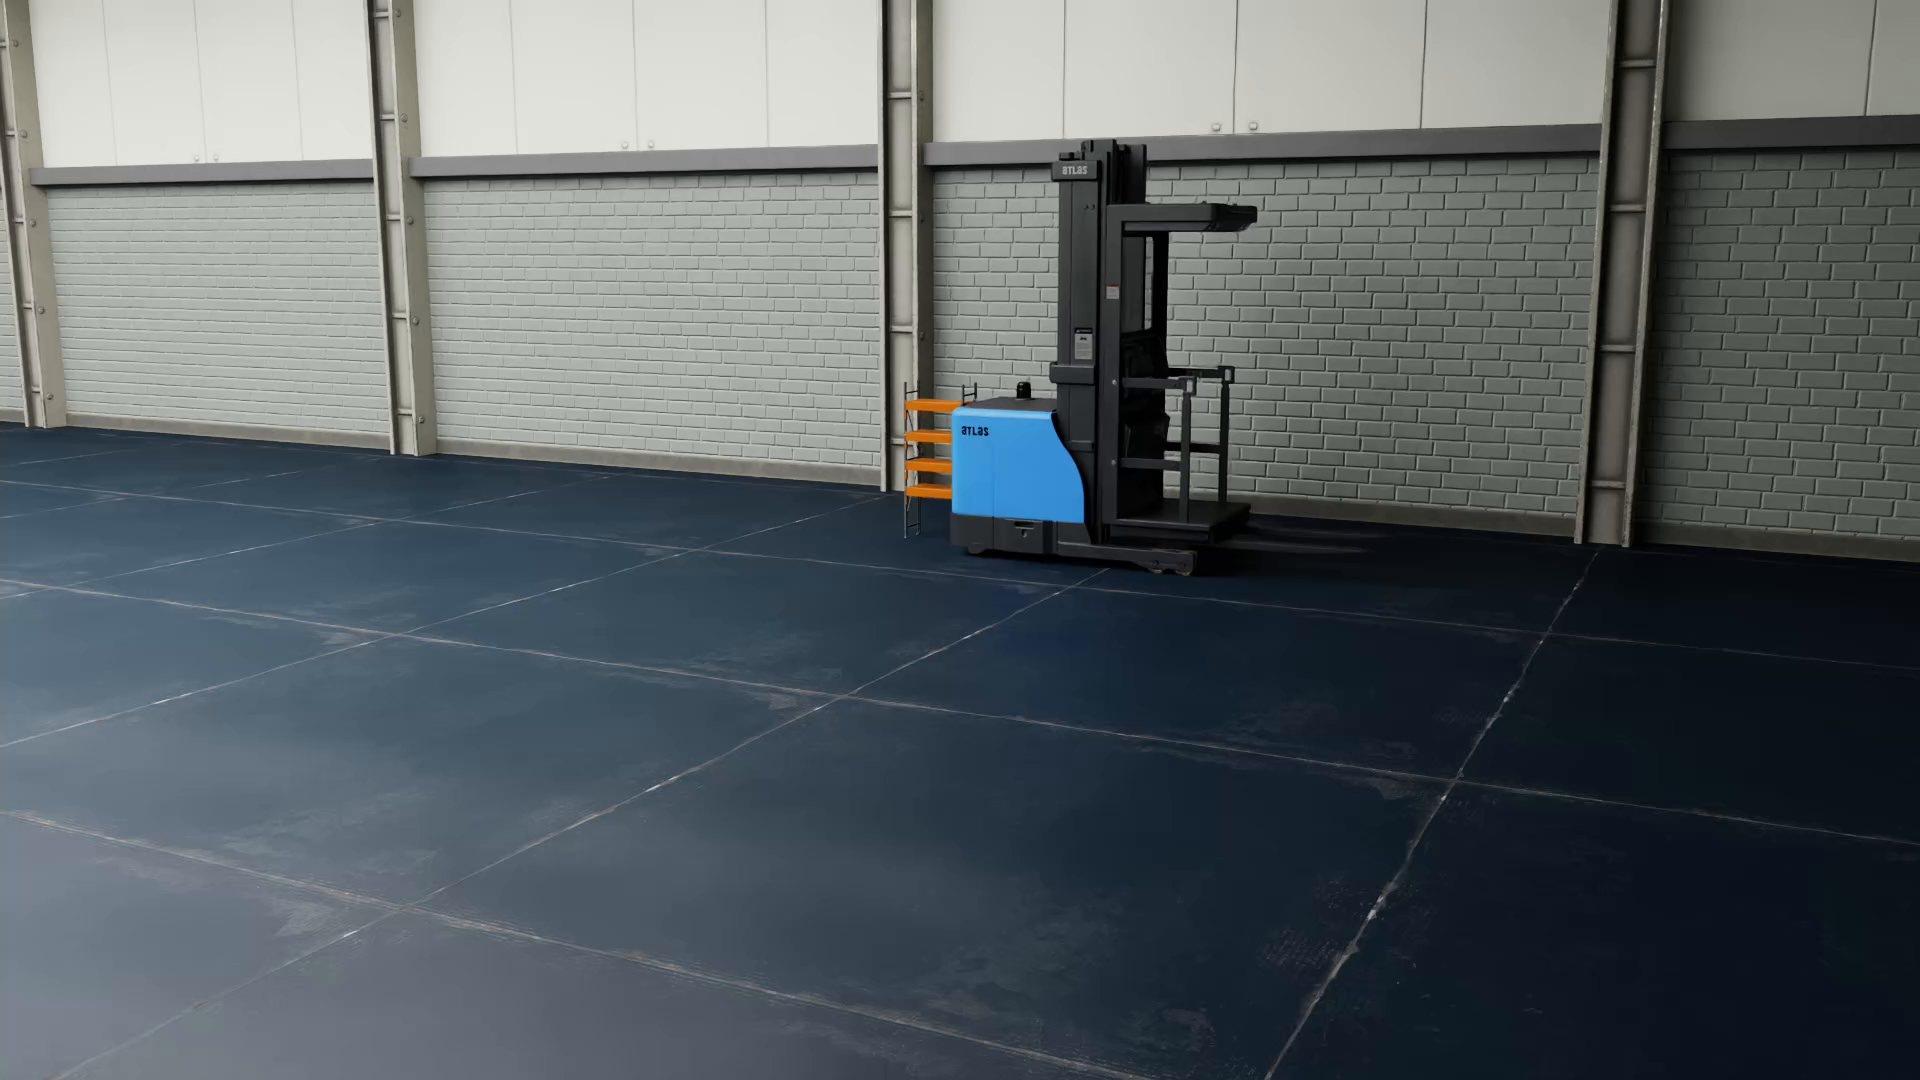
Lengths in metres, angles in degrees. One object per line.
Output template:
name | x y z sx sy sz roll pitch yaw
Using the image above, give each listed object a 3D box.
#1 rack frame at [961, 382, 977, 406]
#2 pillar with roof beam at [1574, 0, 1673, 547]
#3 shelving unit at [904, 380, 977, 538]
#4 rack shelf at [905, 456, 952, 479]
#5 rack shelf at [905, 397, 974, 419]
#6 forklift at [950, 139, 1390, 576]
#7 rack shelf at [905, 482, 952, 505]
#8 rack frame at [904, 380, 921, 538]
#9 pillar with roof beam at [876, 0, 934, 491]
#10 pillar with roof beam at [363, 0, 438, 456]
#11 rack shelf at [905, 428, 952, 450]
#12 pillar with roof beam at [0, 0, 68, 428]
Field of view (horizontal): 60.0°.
rack frame | 0.070 -0.584 12.589 0.015 1.200 0.240 5 11 26
pillar with roof beam | 2.993 -3.726 8.049 0.400 9.000 9.100 5 11 26
shelving unit | -0.148 -0.603 12.695 0.503 1.200 0.258 5 11 26
rack shelf | -0.148 -0.537 12.707 0.480 0.148 0.258 5 11 26
rack shelf | -0.148 -0.990 12.625 0.480 0.148 0.258 5 11 26
forklift | 1.488 -1.306 11.717 3.031 2.935 1.130 5 11 24
rack shelf | -0.148 -0.342 12.743 0.480 0.148 0.258 5 11 26
rack frame | -0.367 -0.623 12.802 0.015 1.200 0.240 5 11 26
pillar with roof beam | -2.387 -4.199 10.661 0.400 9.000 9.100 5 11 26
pillar with roof beam | -7.768 -4.671 13.274 0.400 9.000 9.100 5 11 26
rack shelf | -0.148 -0.757 12.668 0.480 0.148 0.258 5 11 26
pillar with roof beam | -13.149 -5.144 15.886 0.400 9.000 9.100 5 11 26
